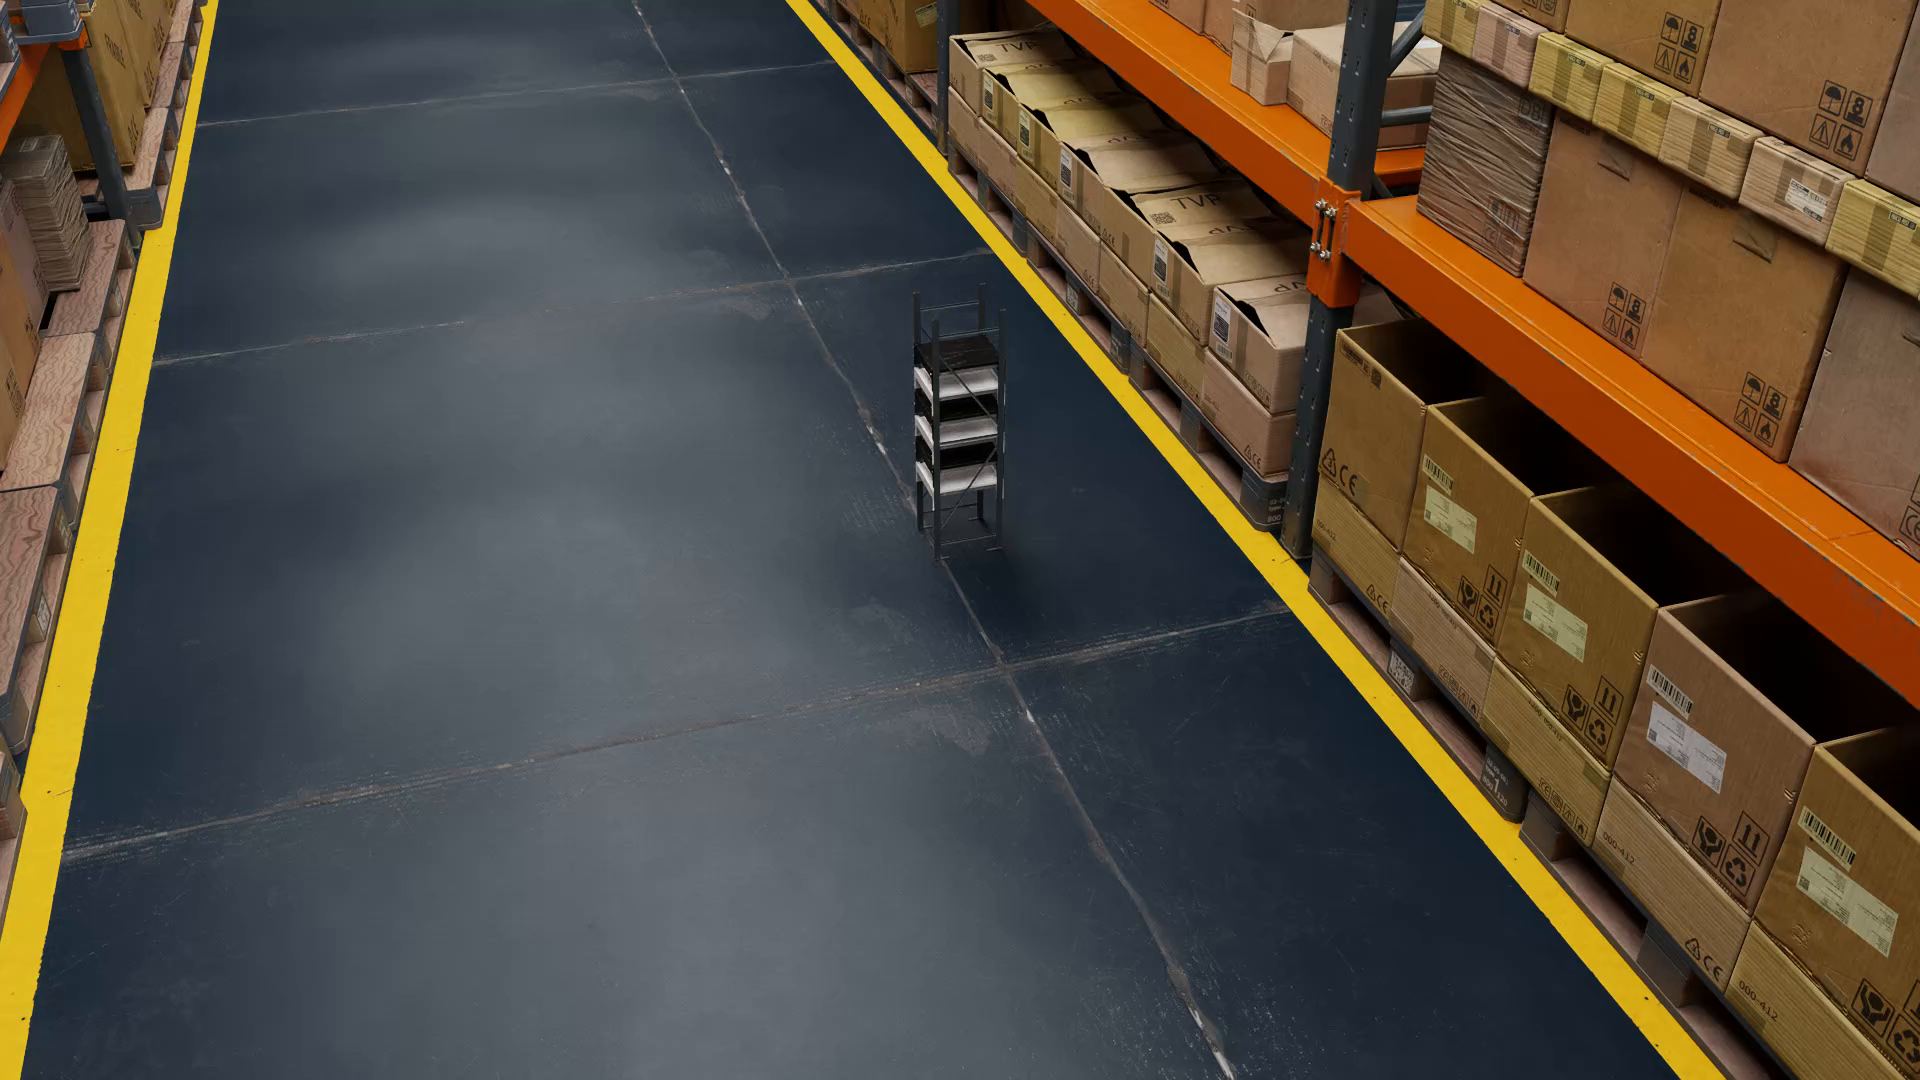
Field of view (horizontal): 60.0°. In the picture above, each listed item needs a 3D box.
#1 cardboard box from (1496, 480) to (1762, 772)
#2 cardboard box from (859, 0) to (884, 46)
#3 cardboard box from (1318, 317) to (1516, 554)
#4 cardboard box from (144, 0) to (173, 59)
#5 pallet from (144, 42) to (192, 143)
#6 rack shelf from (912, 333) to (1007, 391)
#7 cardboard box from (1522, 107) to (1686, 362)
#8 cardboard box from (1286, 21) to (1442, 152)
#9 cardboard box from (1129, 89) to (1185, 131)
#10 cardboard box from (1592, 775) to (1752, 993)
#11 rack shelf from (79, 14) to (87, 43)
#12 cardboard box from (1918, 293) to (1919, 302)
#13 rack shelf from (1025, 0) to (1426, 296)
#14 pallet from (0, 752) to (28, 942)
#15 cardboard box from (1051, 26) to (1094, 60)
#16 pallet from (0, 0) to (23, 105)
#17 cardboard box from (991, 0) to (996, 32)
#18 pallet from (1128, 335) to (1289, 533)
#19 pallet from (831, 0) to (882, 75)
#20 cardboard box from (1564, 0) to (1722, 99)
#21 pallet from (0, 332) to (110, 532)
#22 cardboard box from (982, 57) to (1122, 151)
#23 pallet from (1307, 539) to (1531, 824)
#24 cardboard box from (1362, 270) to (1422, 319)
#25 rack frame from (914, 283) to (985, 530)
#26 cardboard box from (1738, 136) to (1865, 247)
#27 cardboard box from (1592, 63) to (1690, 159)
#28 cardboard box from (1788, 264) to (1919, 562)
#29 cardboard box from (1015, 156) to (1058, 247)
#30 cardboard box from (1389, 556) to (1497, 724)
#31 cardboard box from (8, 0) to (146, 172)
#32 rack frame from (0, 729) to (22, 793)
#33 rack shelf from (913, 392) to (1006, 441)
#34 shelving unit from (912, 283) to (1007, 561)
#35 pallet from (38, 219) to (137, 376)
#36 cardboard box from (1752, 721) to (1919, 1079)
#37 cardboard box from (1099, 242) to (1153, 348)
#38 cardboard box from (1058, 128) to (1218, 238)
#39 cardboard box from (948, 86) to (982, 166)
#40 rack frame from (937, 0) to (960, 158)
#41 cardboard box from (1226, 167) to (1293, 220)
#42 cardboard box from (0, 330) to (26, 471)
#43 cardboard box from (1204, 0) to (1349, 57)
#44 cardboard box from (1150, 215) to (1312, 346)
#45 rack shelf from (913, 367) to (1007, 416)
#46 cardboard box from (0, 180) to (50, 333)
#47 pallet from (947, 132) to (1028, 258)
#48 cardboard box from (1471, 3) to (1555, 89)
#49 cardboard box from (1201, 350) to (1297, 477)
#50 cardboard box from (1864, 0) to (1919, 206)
[{"bbox_3d":[1.743,0.189,4.176,0.500,0.500,0.500,-10,35,-15],"label":"cardboard box"},{"bbox_3d":[-0.292,-3.255,9.824,0.500,0.500,0.500,-11,35,-16],"label":"cardboard box"},{"bbox_3d":[1.438,-0.336,4.971,0.500,0.500,0.500,-10,35,-15],"label":"cardboard box"},{"bbox_3d":[-4.966,-3.149,9.364,0.750,0.750,0.750,-9,35,-13],"label":"cardboard box"},{"bbox_3d":[-4.879,-2.459,9.280,1.003,0.211,1.213,-10,35,-15],"label":"pallet"},{"bbox_3d":[-0.002,-0.577,5.378,0.258,0.077,0.200,-10,35,-15],"label":"rack shelf"},{"bbox_3d":[1.903,-0.825,4.187,0.700,0.500,0.500,-10,35,-15],"label":"cardboard box"},{"bbox_3d":[1.403,-1.480,5.405,0.500,0.250,0.500,-8,34,-12],"label":"cardboard box"},{"bbox_3d":[1.085,-1.883,7.483,0.500,0.311,0.500,-10,35,-15],"label":"cardboard box"},{"bbox_3d":[1.901,0.763,3.987,0.500,0.250,0.500,-10,35,-15],"label":"cardboard box"},{"bbox_3d":[-4.952,-3.306,8.685,1.077,0.370,4.000,-10,35,-15],"label":"rack shelf"},{"bbox_3d":[2.041,-0.486,3.086,0.380,0.149,0.250,-10,35,-15],"label":"cardboard box"},{"bbox_3d":[0.984,-2.041,6.771,1.077,0.370,4.000,-10,35,-15],"label":"rack shelf"},{"bbox_3d":[-2.884,1.054,3.964,1.003,0.211,1.213,-10,35,-15],"label":"pallet"},{"bbox_3d":[0.769,-2.420,8.296,0.500,0.311,0.500,-9,35,-13],"label":"cardboard box"},{"bbox_3d":[-3.699,-1.444,5.388,1.003,0.211,1.213,-10,35,-15],"label":"pallet"},{"bbox_3d":[0.343,-3.093,9.578,0.500,0.500,0.500,-11,35,-16],"label":"cardboard box"},{"bbox_3d":[1.333,-0.508,6.327,1.003,0.211,1.213,-10,35,-15],"label":"pallet"},{"bbox_3d":[-0.186,-3.266,10.501,1.003,0.211,1.213,-10,35,-15],"label":"pallet"},{"bbox_3d":[1.891,-1.377,3.846,0.700,0.500,0.500,-10,35,-15],"label":"cardboard box"},{"bbox_3d":[-3.737,-0.343,6.078,1.003,0.211,1.213,-10,35,-15],"label":"pallet"},{"bbox_3d":[0.423,-2.055,7.743,0.500,0.311,0.500,-11,35,-16],"label":"cardboard box"},{"bbox_3d":[1.797,0.297,5.109,1.003,0.211,1.213,-10,35,-15],"label":"pallet"},{"bbox_3d":[1.706,-0.812,5.863,0.500,0.311,0.500,-10,35,-15],"label":"cardboard box"},{"bbox_3d":[-0.033,-0.433,5.589,0.240,0.900,0.006,-10,35,-15],"label":"rack frame"},{"bbox_3d":[1.889,-0.754,3.491,0.380,0.149,0.250,-11,35,-16],"label":"cardboard box"},{"bbox_3d":[1.730,-1.026,3.902,0.380,0.149,0.250,-10,35,-15],"label":"cardboard box"},{"bbox_3d":[2.209,-0.292,3.381,0.700,0.500,0.500,-9,35,-13],"label":"cardboard box"},{"bbox_3d":[0.573,-1.559,7.502,0.500,0.250,0.500,-11,35,-16],"label":"cardboard box"},{"bbox_3d":[1.595,0.239,4.781,0.500,0.250,0.500,-10,35,-15],"label":"cardboard box"},{"bbox_3d":[-4.442,-2.243,7.992,0.750,0.750,0.750,-10,35,-15],"label":"cardboard box"},{"bbox_3d":[-3.122,-0.456,3.720,1.000,3.000,0.127,-10,35,-15],"label":"rack frame"},{"bbox_3d":[-0.002,-0.427,5.477,0.258,0.077,0.200,-10,35,-15],"label":"rack shelf"},{"bbox_3d":[-0.002,-0.380,5.508,0.258,0.900,0.210,-10,35,-15],"label":"shelving unit"},{"bbox_3d":[-4.105,-0.982,7.045,1.003,0.211,1.213,-10,35,-15],"label":"pallet"},{"bbox_3d":[2.049,0.714,3.382,0.500,0.500,0.500,-10,35,-15],"label":"cardboard box"},{"bbox_3d":[0.883,-1.023,6.690,0.500,0.250,0.500,-9,35,-14],"label":"cardboard box"},{"bbox_3d":[0.733,-1.517,6.929,0.500,0.311,0.500,-10,35,-15],"label":"cardboard box"},{"bbox_3d":[0.254,-2.095,8.313,0.500,0.250,0.500,-10,35,-15],"label":"cardboard box"},{"bbox_3d":[0.374,-3.391,8.161,1.000,3.000,0.127,-10,35,-15],"label":"rack frame"},{"bbox_3d":[1.399,-1.347,6.673,0.500,0.311,0.500,-11,35,-16],"label":"cardboard box"},{"bbox_3d":[-3.685,-0.518,5.682,0.700,0.500,0.500,-10,35,-14],"label":"cardboard box"},{"bbox_3d":[1.215,-2.016,5.989,0.500,0.500,0.500,-8,34,-11],"label":"cardboard box"},{"bbox_3d":[1.033,-0.990,6.132,0.500,0.311,0.500,-9,35,-13],"label":"cardboard box"},{"bbox_3d":[-0.002,-0.502,5.428,0.258,0.077,0.200,-10,35,-15],"label":"rack shelf"},{"bbox_3d":[-4.027,-1.038,6.468,0.700,0.500,0.500,-10,35,-15],"label":"cardboard box"},{"bbox_3d":[0.588,-1.789,8.266,1.003,0.211,1.213,-10,35,-15],"label":"pallet"},{"bbox_3d":[1.569,-1.298,4.315,0.380,0.149,0.250,-10,35,-14],"label":"cardboard box"},{"bbox_3d":[1.192,-0.488,5.881,0.500,0.250,0.500,-10,35,-15],"label":"cardboard box"},{"bbox_3d":[2.195,-0.852,3.051,0.700,0.500,0.500,-10,35,-15],"label":"cardboard box"}]
